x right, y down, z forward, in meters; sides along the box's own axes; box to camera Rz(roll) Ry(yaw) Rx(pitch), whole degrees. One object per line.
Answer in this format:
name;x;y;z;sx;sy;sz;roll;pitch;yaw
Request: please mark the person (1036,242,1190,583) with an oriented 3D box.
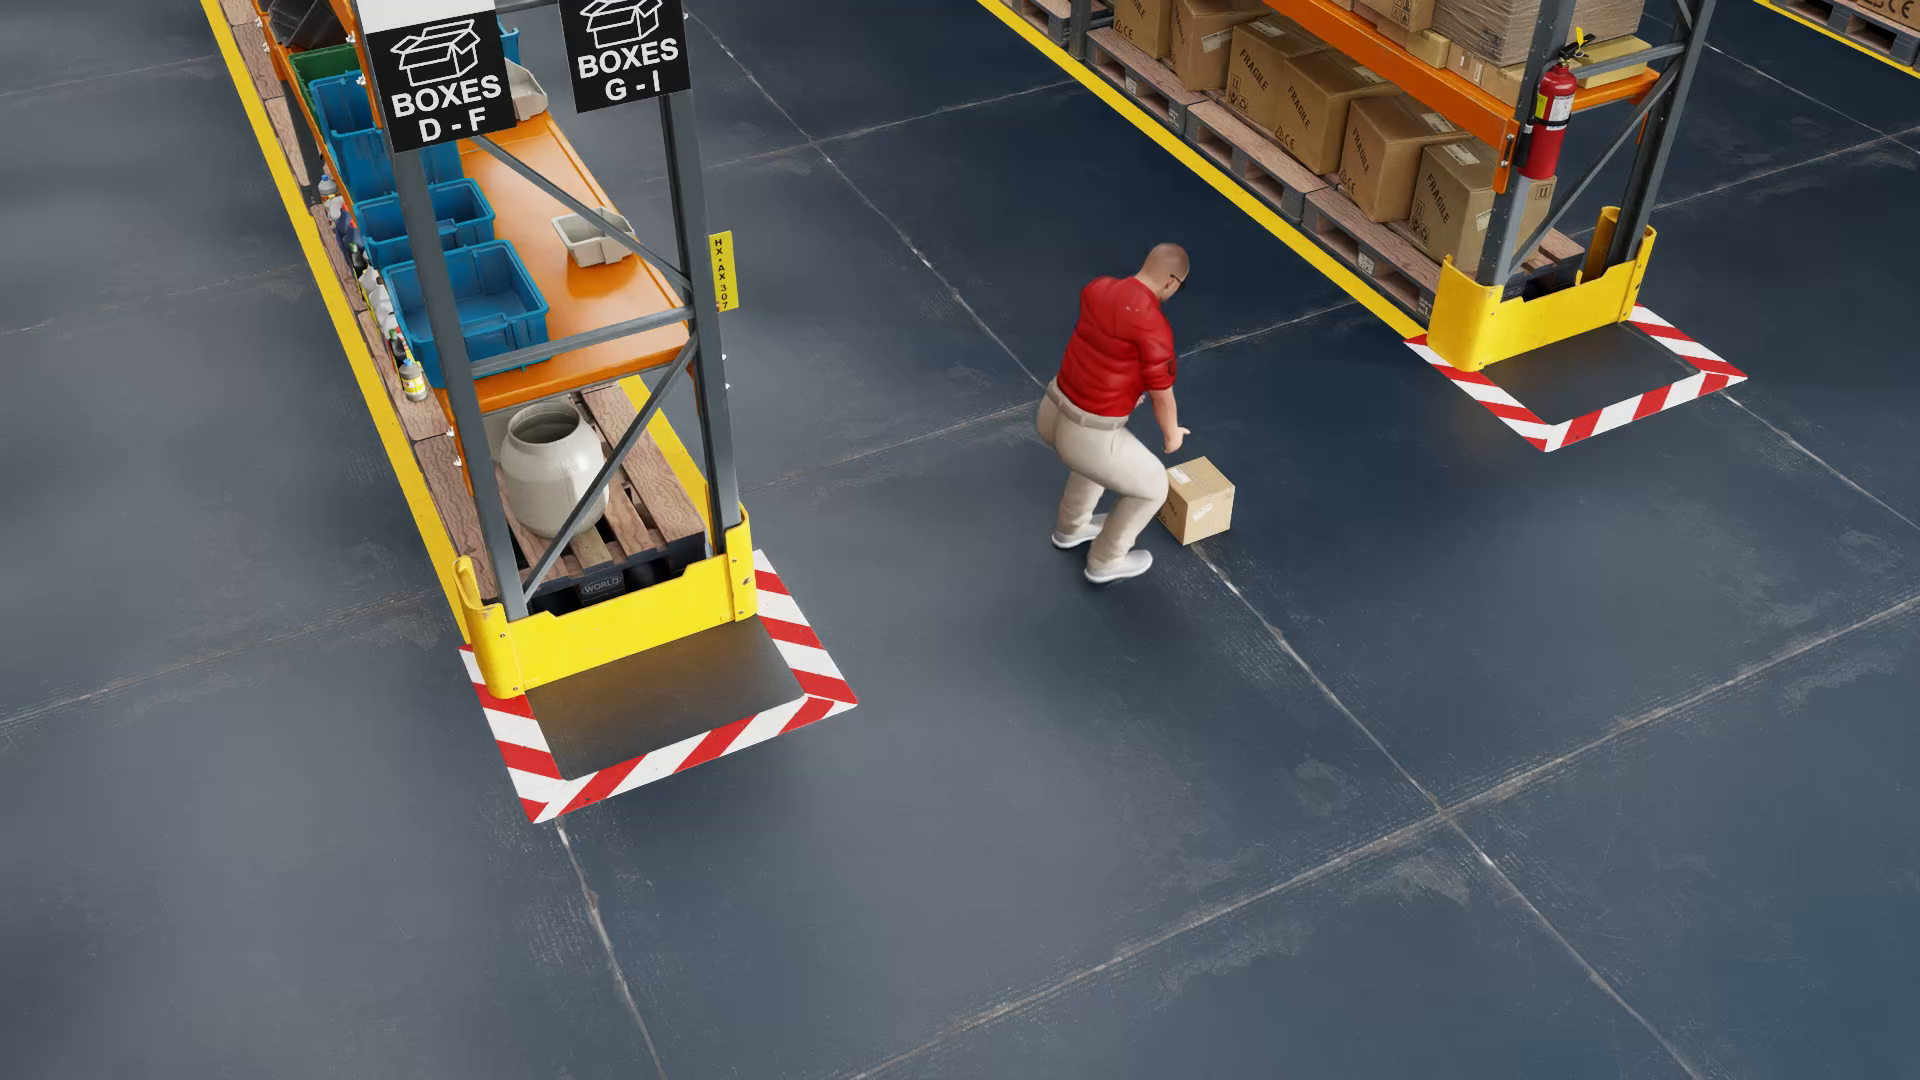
person;0.629;-0.530;6.968;0.644;1.494;0.587;-19;44;-20
